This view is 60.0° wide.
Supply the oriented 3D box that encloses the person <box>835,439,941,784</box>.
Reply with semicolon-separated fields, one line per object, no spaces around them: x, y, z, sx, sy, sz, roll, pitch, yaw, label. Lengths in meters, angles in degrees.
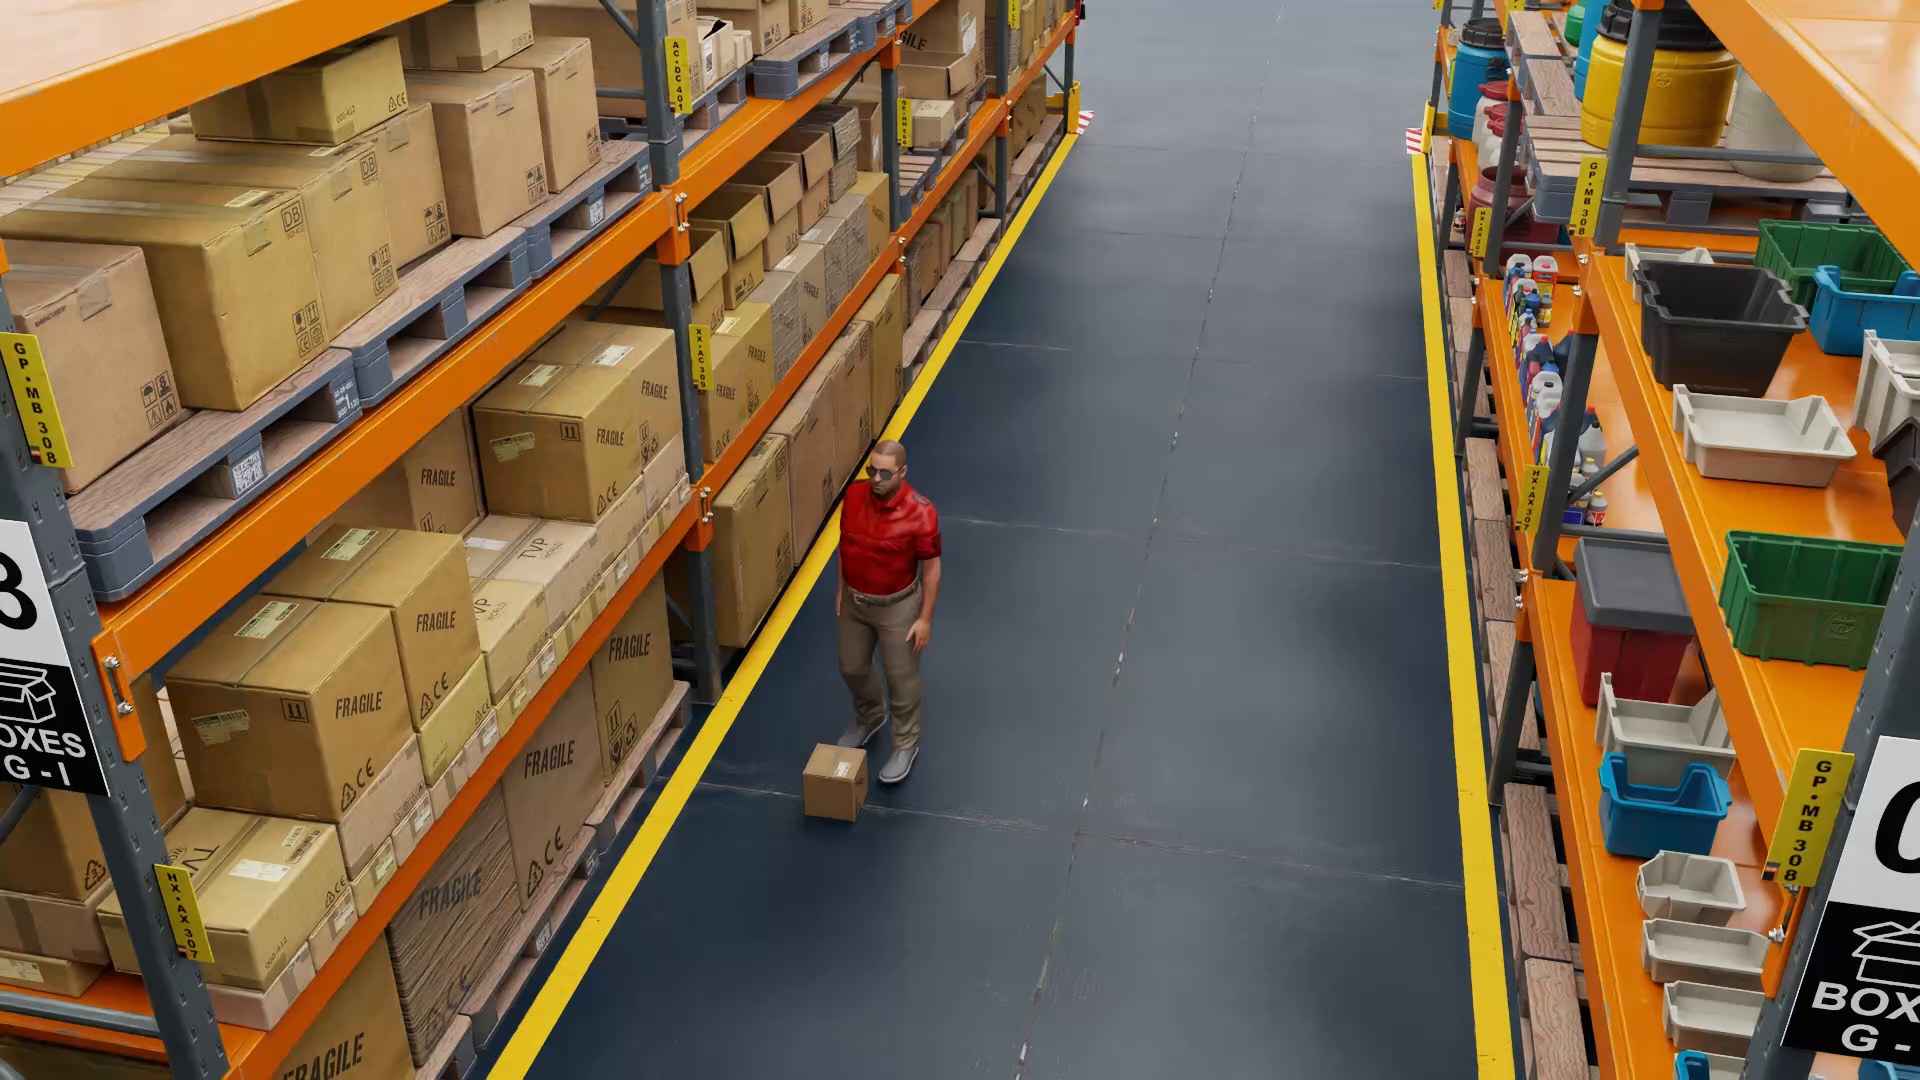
-0.375;0.351;8.025;0.577;1.791;0.448;15;32;25;person
